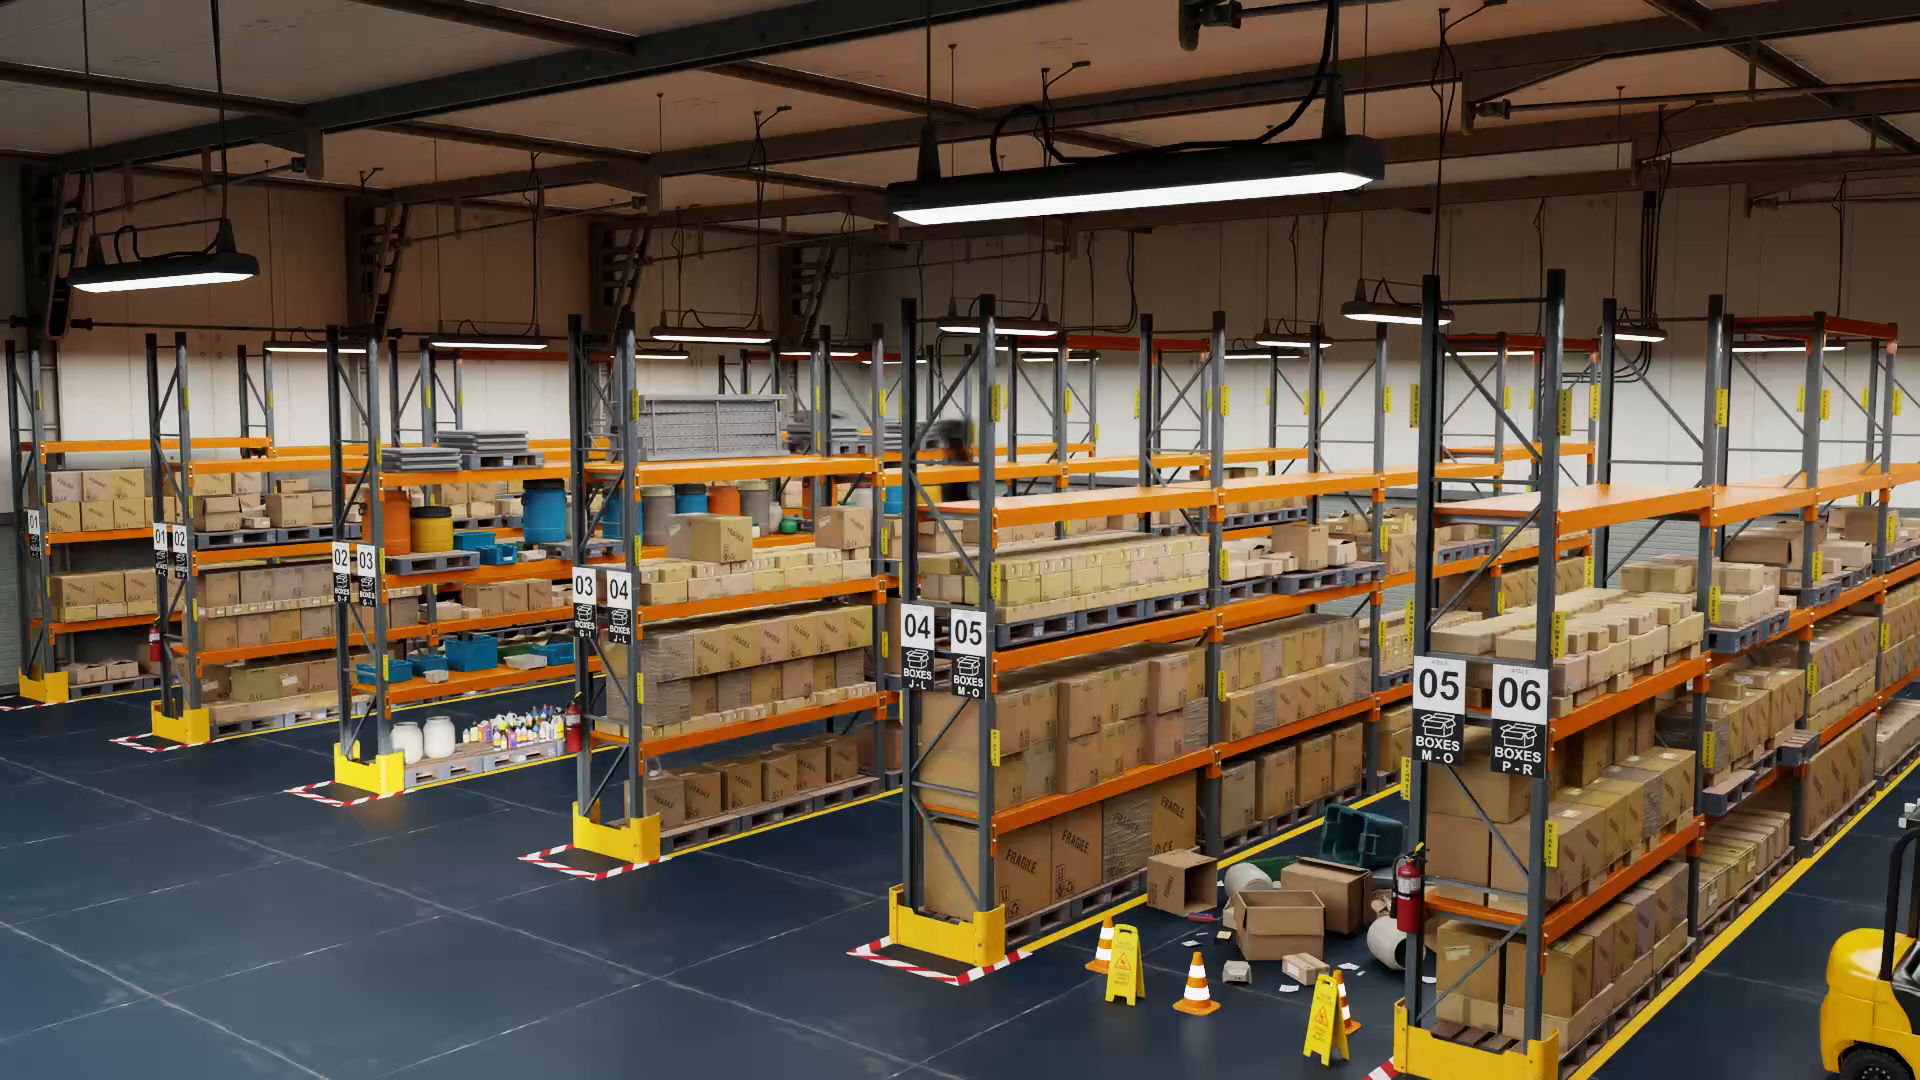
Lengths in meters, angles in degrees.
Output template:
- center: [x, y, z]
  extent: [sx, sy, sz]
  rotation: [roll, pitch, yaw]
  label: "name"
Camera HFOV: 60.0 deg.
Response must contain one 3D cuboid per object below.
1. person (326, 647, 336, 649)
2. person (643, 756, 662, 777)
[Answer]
- center: [-11.027, 1.696, 29.527]
  extent: [0.627, 1.650, 0.659]
  rotation: [1, 5, 15]
  label: "person"
- center: [-4.117, 2.413, 21.493]
  extent: [0.710, 1.658, 1.062]
  rotation: [2, 6, 21]
  label: "person"
